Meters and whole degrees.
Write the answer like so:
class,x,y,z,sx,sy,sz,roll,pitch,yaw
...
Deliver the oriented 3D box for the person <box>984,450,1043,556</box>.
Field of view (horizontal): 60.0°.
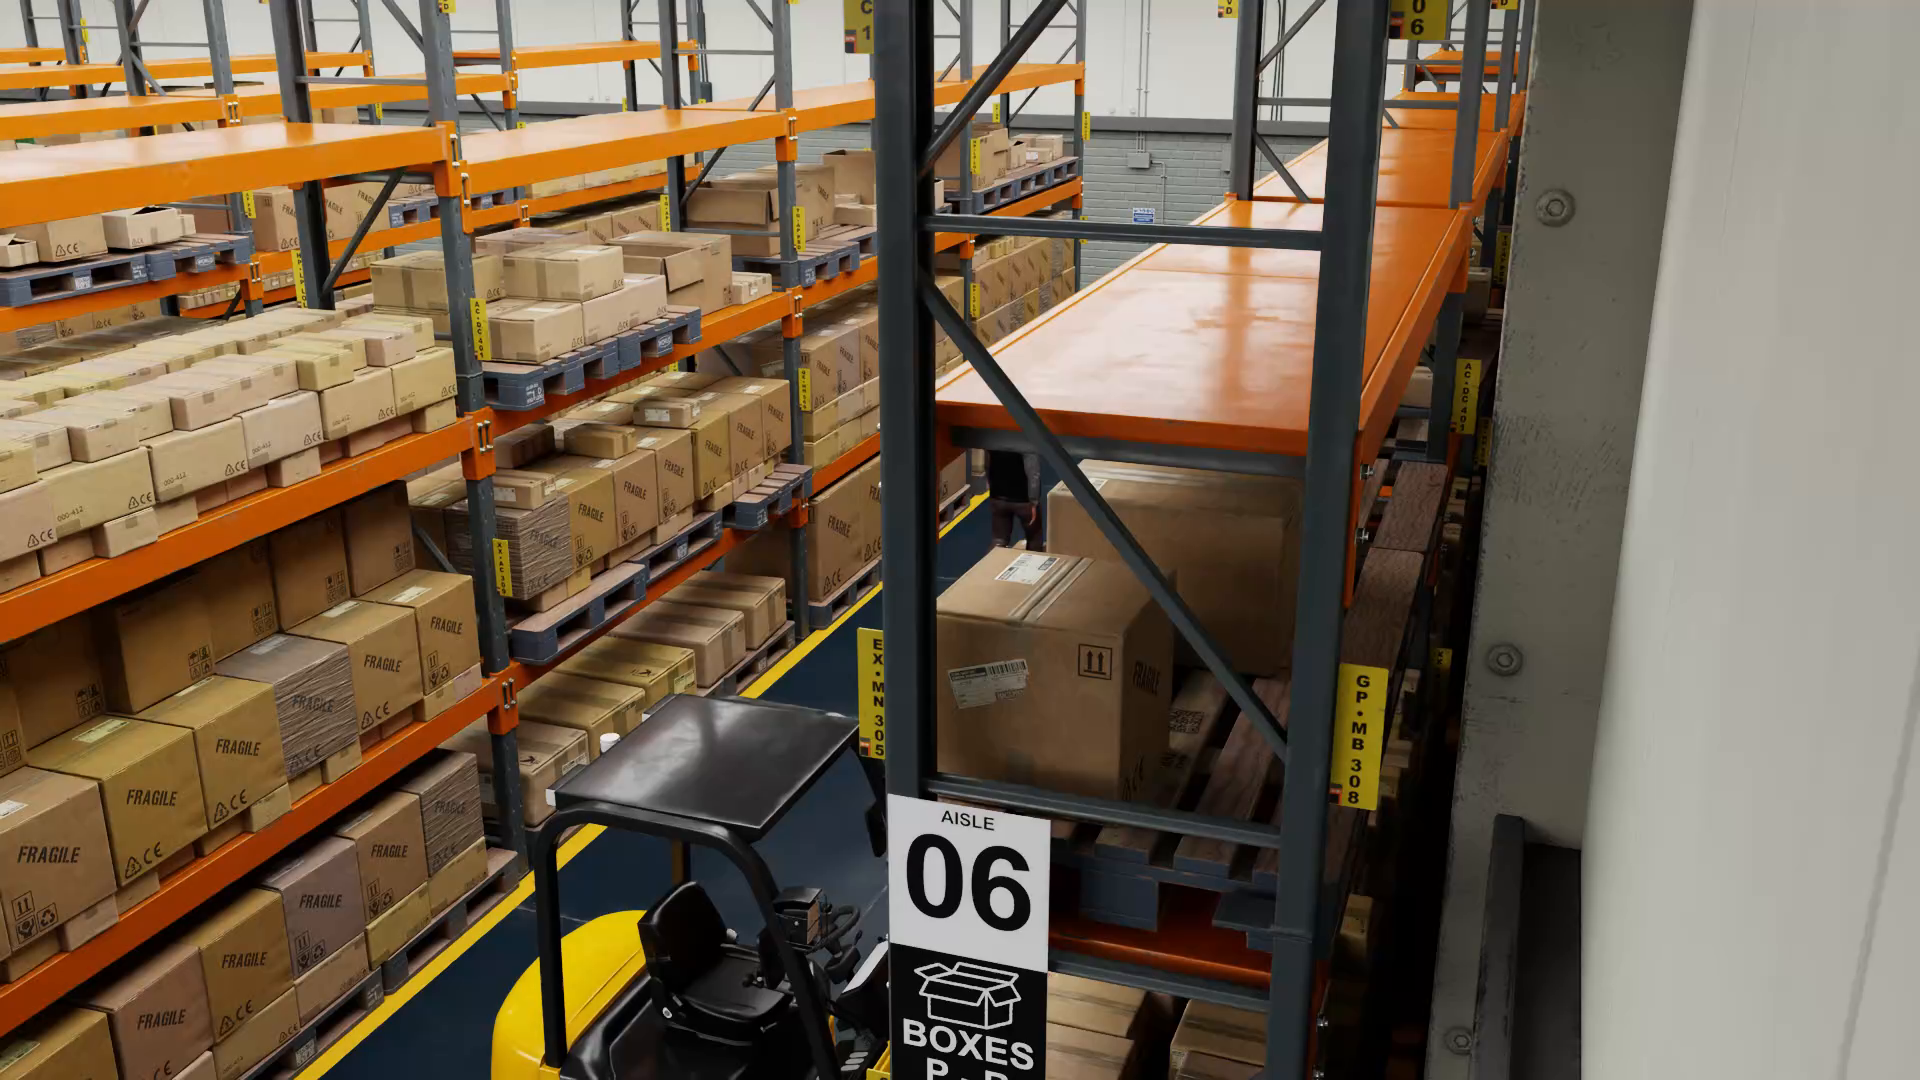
class,x,y,z,sx,sy,sz,roll,pitch,yaw
person,0.474,-0.355,14.061,0.541,1.693,0.851,9,20,24
